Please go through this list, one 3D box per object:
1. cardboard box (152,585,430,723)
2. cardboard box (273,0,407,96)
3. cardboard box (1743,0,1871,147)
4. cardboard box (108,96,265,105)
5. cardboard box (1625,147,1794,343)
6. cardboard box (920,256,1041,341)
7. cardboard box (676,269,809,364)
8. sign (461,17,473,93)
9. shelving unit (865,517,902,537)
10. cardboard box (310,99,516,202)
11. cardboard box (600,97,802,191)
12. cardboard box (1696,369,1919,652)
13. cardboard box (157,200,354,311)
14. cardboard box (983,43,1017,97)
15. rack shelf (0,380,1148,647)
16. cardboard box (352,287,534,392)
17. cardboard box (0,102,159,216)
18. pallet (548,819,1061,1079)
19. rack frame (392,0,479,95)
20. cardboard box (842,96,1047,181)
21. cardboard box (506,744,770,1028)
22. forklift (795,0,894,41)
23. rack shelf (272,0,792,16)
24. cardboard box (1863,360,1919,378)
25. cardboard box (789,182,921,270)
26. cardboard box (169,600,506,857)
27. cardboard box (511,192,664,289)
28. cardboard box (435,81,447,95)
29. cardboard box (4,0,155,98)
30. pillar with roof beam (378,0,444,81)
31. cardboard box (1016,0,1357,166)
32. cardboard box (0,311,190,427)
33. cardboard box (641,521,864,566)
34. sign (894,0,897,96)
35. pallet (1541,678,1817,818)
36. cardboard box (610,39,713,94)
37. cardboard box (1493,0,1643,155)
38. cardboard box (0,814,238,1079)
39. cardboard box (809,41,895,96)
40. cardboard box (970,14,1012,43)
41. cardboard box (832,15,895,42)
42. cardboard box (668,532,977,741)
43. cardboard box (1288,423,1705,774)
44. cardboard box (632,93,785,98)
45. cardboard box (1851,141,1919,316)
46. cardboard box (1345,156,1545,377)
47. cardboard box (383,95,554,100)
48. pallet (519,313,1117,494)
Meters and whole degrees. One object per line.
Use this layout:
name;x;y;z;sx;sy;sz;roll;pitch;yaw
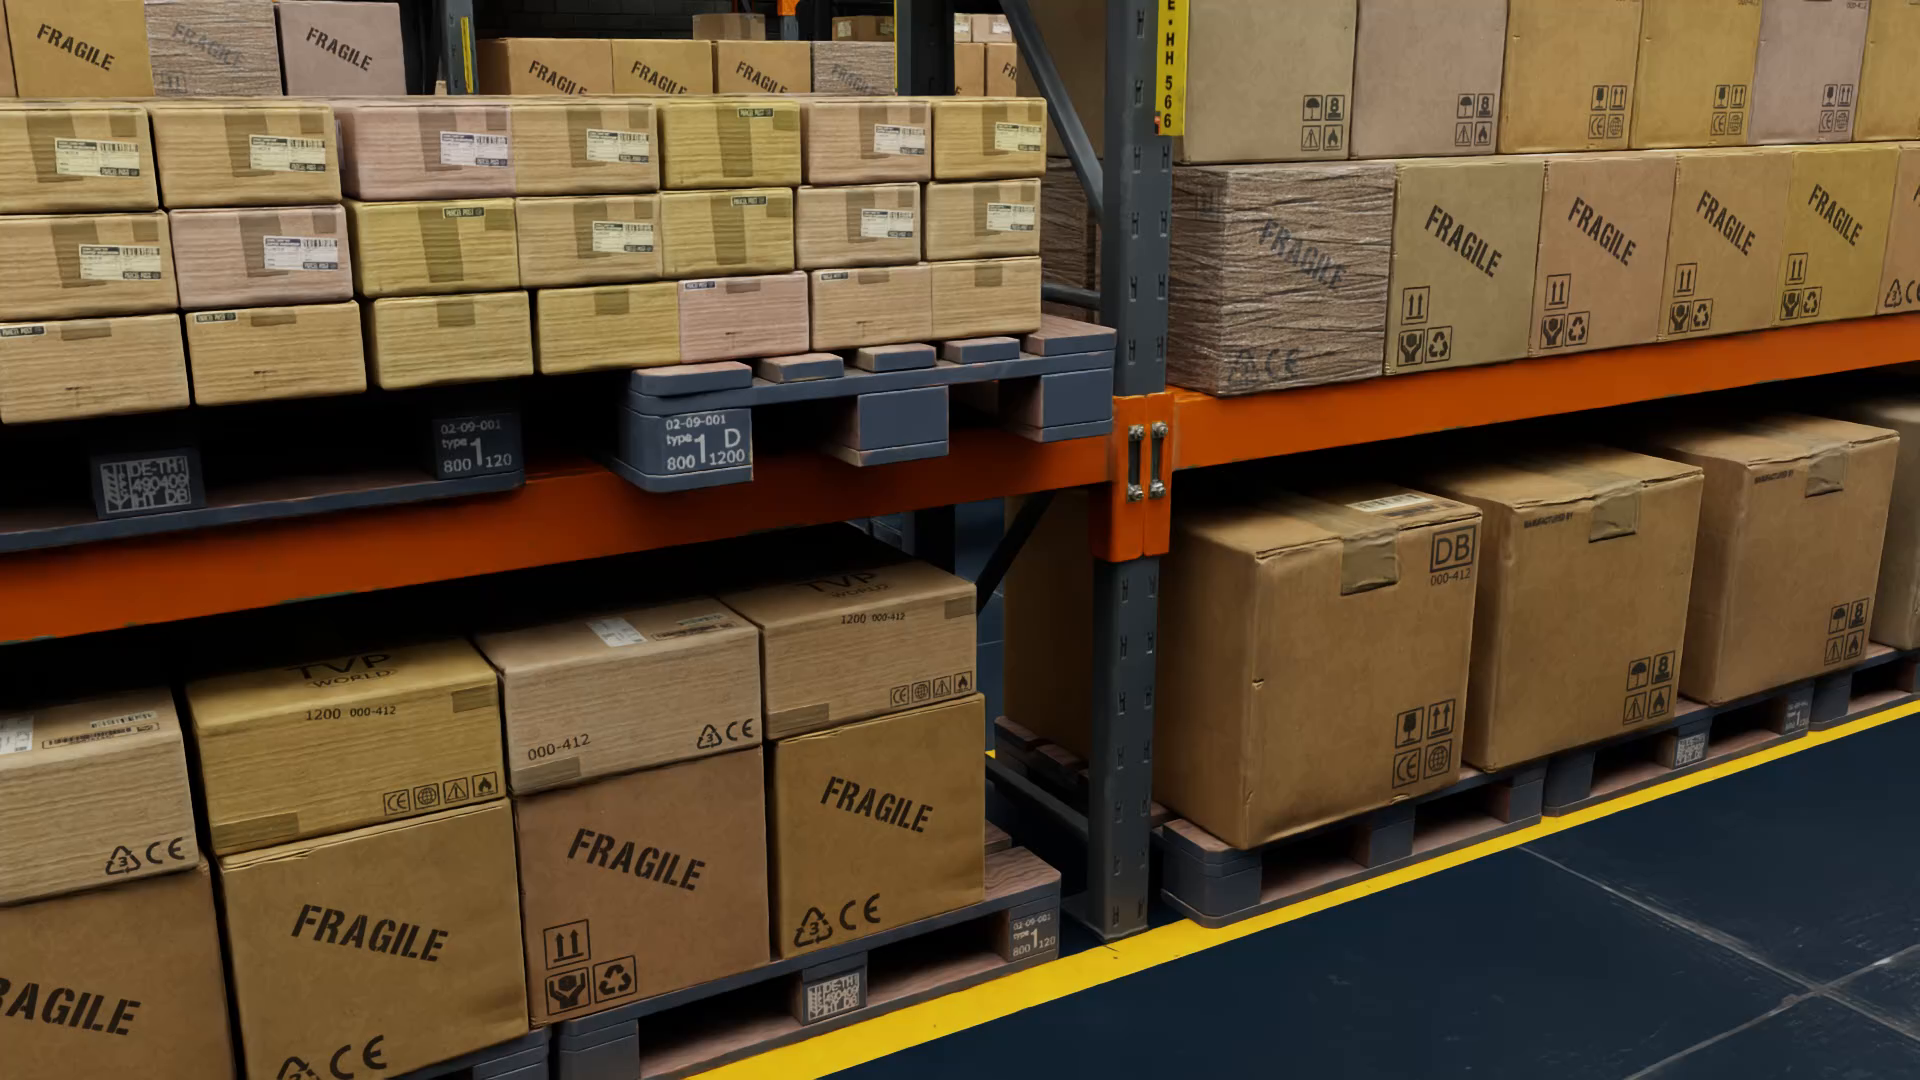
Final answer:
cardboard box;-1.436;0.213;3.555;0.500;0.250;0.500;-9;18;-29
cardboard box;-2.799;-2.132;7.419;0.500;0.500;0.500;-10;18;-31
cardboard box;2.278;-1.476;5.081;0.500;0.500;0.700;-9;18;-29
cardboard box;-1.476;-0.768;3.179;0.250;0.149;0.380;-9;18;-28
cardboard box;1.964;-0.861;4.740;0.500;0.500;0.500;-9;18;-30
cardboard box;-0.041;-0.509;3.357;0.250;0.149;0.380;-9;18;-29
cardboard box;-0.475;-0.440;3.108;0.250;0.149;0.380;-9;18;-29
sign;-2.202;-2.164;7.427;0.005;0.325;0.100;-9;18;-30
shelving unit;0.006;-0.723;7.211;0.755;1.500;0.431;-9;18;-30
cardboard box;-0.916;-0.656;2.777;0.250;0.149;0.380;-9;18;-30
cardboard box;-0.480;-0.726;3.027;0.250;0.149;0.380;-9;18;-28
cardboard box;3.088;-0.171;5.853;0.750;0.750;1.050;-9;18;-30
cardboard box;-1.148;-0.474;2.679;0.250;0.149;0.380;-9;18;-28
cardboard box;0.236;-2.497;9.247;0.500;0.500;0.500;-9;18;-29
rack shelf;-1.569;0.021;3.109;4.000;0.370;1.077;-9;18;-30
cardboard box;-0.920;-0.368;2.852;0.250;0.149;0.380;-10;19;-32
cardboard box;-1.372;-0.581;2.512;0.250;0.149;0.380;-9;18;-28
pallet;-0.525;0.848;3.994;1.213;0.211;1.003;-9;18;-30
rack frame;-2.490;-1.734;8.040;0.127;3.000;1.000;-9;18;-30
cardboard box;-0.039;-0.797;3.280;0.250;0.149;0.380;-10;19;-32
cardboard box;-0.731;0.622;3.488;0.500;0.500;0.500;-8;18;-27
forklift;-0.651;-2.930;12.431;1.130;2.935;3.031;-2;16;-6
rack shelf;-3.336;-4.258;12.819;4.000;0.370;1.077;-9;18;-30
cardboard box;4.149;-0.410;6.472;0.875;0.875;0.875;-9;18;-29
cardboard box;-0.271;-0.616;3.187;0.250;0.149;0.380;-8;18;-28
cardboard box;-1.177;0.333;3.130;0.500;0.250;0.500;-9;18;-28
cardboard box;-0.710;-0.544;2.930;0.250;0.149;0.380;-9;18;-30
cardboard box;-3.972;-3.337;12.371;0.250;0.149;0.380;-9;18;-29
cardboard box;-3.664;-1.991;6.917;0.500;0.500;0.500;-9;18;-30
pillar with roof beam;-2.180;-5.165;9.162;0.400;9.000;9.100;-9;18;-30
cardboard box;0.535;-1.193;4.070;0.500;0.500;0.700;-9;18;-30
cardboard box;-1.375;-0.294;2.588;0.250;0.149;0.380;-10;19;-32
cardboard box;-0.570;0.077;4.042;0.500;0.250;0.500;-10;19;-32
sign;-0.143;-1.289;4.304;0.005;0.325;0.100;-9;18;-30
pallet;1.905;0.479;5.310;1.213;0.211;1.003;-9;18;-30
cardboard box;-1.543;-2.211;8.226;0.500;0.500;0.500;-8;18;-27
cardboard box;1.407;-1.335;4.578;0.500;0.500;0.700;-10;18;-31
cardboard box;-1.619;0.763;2.983;0.500;0.500;0.500;-9;18;-29
cardboard box;-0.658;-2.354;8.736;0.500;0.500;0.500;-10;19;-32
cardboard box;0.075;-2.781;9.057;0.250;0.149;0.380;-10;18;-31
cardboard box;-0.525;-2.838;9.260;0.250;0.149;0.380;-8;18;-27
cardboard box;-0.306;0.193;3.628;0.500;0.250;0.500;-10;18;-31
cardboard box;1.461;0.092;4.915;0.750;0.750;1.050;-9;18;-29
cardboard box;-0.579;-0.913;3.696;0.250;0.149;0.380;-10;18;-31
cardboard box;2.831;-1.003;5.244;0.500;0.500;0.500;-9;18;-30
cardboard box;1.104;-0.723;4.245;0.500;0.500;0.500;-9;18;-30
cardboard box;-1.019;-0.844;3.447;0.250;0.149;0.380;-10;19;-32
pallet;-0.411;-0.387;3.589;1.003;0.211;1.213;-9;18;-30
